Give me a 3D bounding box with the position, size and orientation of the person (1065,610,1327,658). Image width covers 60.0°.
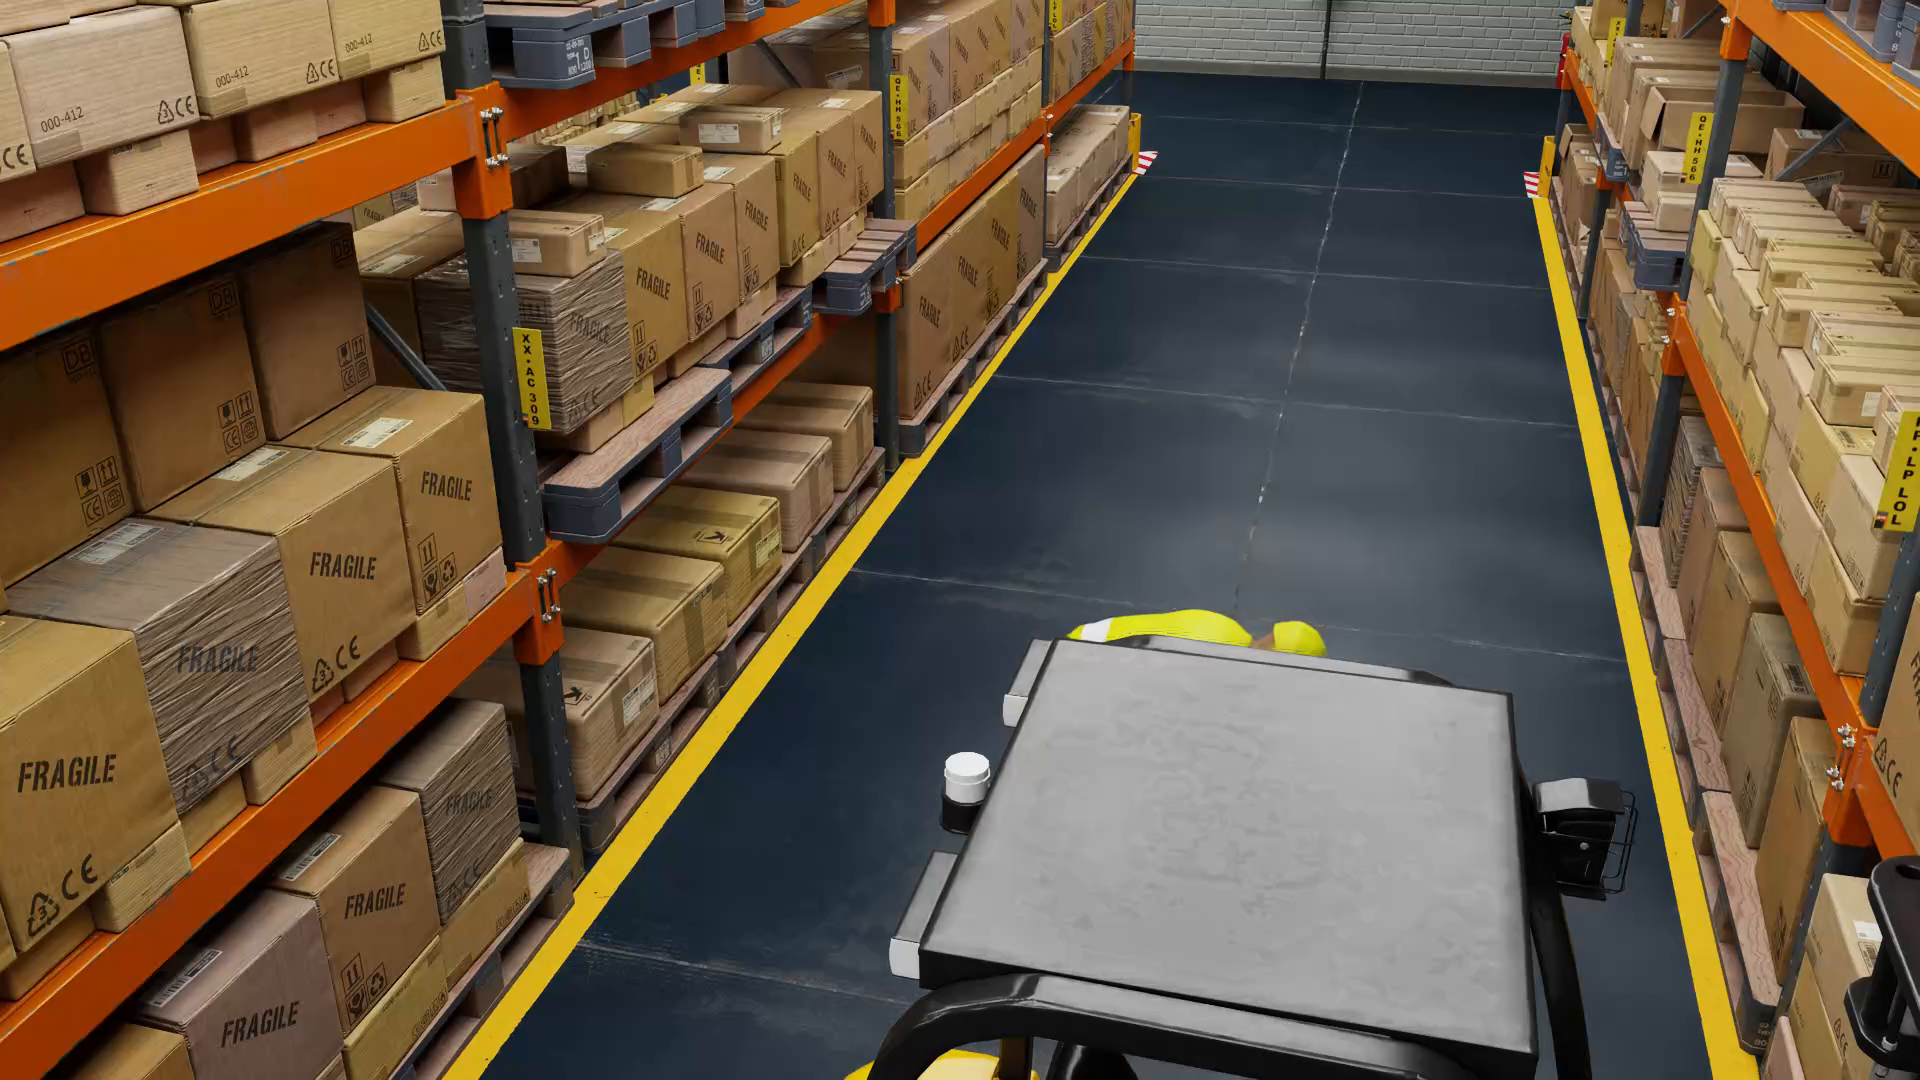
[{"bbox_3d":[0.776,0.723,5.895,0.956,1.040,0.517,5,26,11],"label":"person"}]
